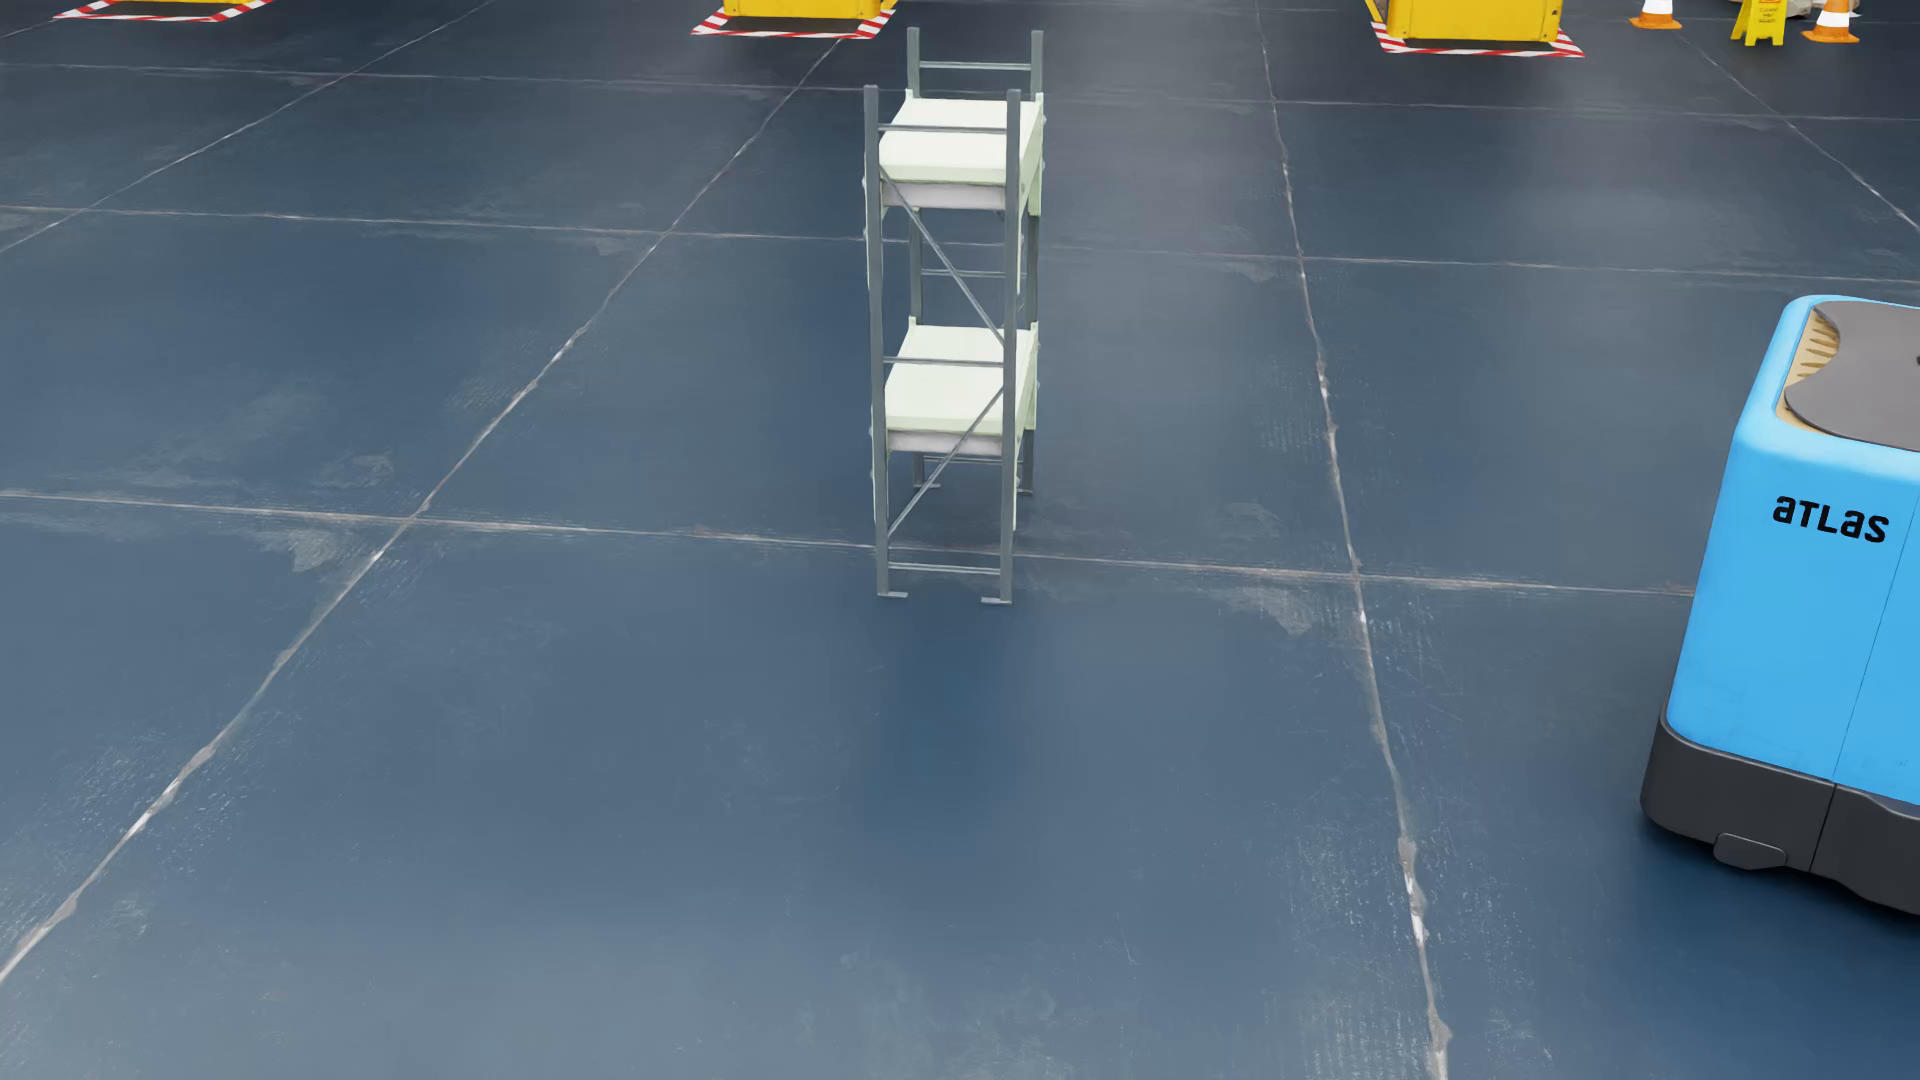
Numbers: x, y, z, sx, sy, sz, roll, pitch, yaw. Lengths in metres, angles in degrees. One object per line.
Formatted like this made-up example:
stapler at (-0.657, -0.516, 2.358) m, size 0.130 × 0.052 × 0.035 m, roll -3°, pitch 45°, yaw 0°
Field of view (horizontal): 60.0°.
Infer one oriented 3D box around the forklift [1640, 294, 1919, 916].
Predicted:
forklift at (3.143, -0.428, 2.954) m, size 3.031 × 2.935 × 1.130 m, roll 15°, pitch 32°, yaw 26°

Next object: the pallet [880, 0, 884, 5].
pallet at (-1.071, -4.511, 13.400) m, size 1.003 × 0.211 × 1.213 m, roll 3°, pitch 28°, yaw 6°

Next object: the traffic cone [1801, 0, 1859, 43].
traffic cone at (6.249, -3.811, 11.836) m, size 0.336 × 0.463 × 0.334 m, roll 3°, pitch 28°, yaw 6°

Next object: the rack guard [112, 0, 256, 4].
rack guard at (-6.168, -4.548, 13.165) m, size 1.175 × 0.500 × 0.348 m, roll 3°, pitch 28°, yaw 6°

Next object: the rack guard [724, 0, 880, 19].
rack guard at (-1.206, -4.257, 12.625) m, size 1.175 × 0.500 × 0.348 m, roll 3°, pitch 28°, yaw 6°

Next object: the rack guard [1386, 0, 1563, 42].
rack guard at (3.692, -3.874, 11.915) m, size 1.175 × 0.500 × 0.348 m, roll 3°, pitch 28°, yaw 6°

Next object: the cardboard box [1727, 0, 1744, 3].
cardboard box at (6.323, -4.621, 13.297) m, size 0.797 × 0.503 × 0.637 m, roll -17°, pitch 33°, yaw -29°

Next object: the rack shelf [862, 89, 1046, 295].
rack shelf at (-0.001, -1.001, 4.703) m, size 0.431 × 0.370 × 0.720 m, roll 3°, pitch 28°, yaw 6°

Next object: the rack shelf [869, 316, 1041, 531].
rack shelf at (-0.001, -0.370, 5.043) m, size 0.431 × 0.370 × 0.720 m, roll 3°, pitch 28°, yaw 6°

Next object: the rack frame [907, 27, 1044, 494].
rack frame at (0.044, -0.829, 5.208) m, size 0.400 × 1.500 × 0.023 m, roll 3°, pitch 28°, yaw 6°

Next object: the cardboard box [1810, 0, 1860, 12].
cardboard box at (6.776, -4.225, 12.936) m, size 0.380 × 0.149 × 0.250 m, roll 20°, pitch 34°, yaw 32°

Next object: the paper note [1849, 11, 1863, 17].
paper note at (6.760, -4.000, 12.642) m, size 0.148 × 0.019 × 0.142 m, roll -6°, pitch 29°, yaw -11°

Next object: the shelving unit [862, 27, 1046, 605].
shelving unit at (-0.001, -0.657, 4.888) m, size 0.431 × 1.500 × 0.755 m, roll 3°, pitch 28°, yaw 6°

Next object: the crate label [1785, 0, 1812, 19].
crate label at (6.284, -4.041, 12.607) m, size 0.250 × 0.136 × 0.298 m, roll -11°, pitch 30°, yaw -20°

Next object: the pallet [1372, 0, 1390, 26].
pallet at (3.715, -4.139, 12.711) m, size 1.003 × 0.211 × 1.213 m, roll 3°, pitch 28°, yaw 6°

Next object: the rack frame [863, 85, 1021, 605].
rack frame at (-0.046, -0.485, 4.569) m, size 0.400 × 1.500 × 0.023 m, roll 3°, pitch 28°, yaw 6°

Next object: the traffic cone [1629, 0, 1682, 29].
traffic cone at (5.169, -4.037, 12.255) m, size 0.336 × 0.463 × 0.334 m, roll 3°, pitch 28°, yaw 6°

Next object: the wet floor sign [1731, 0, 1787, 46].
wet floor sign at (5.657, -3.821, 11.662) m, size 0.267 × 0.644 × 0.232 m, roll -1°, pitch 28°, yaw -3°
